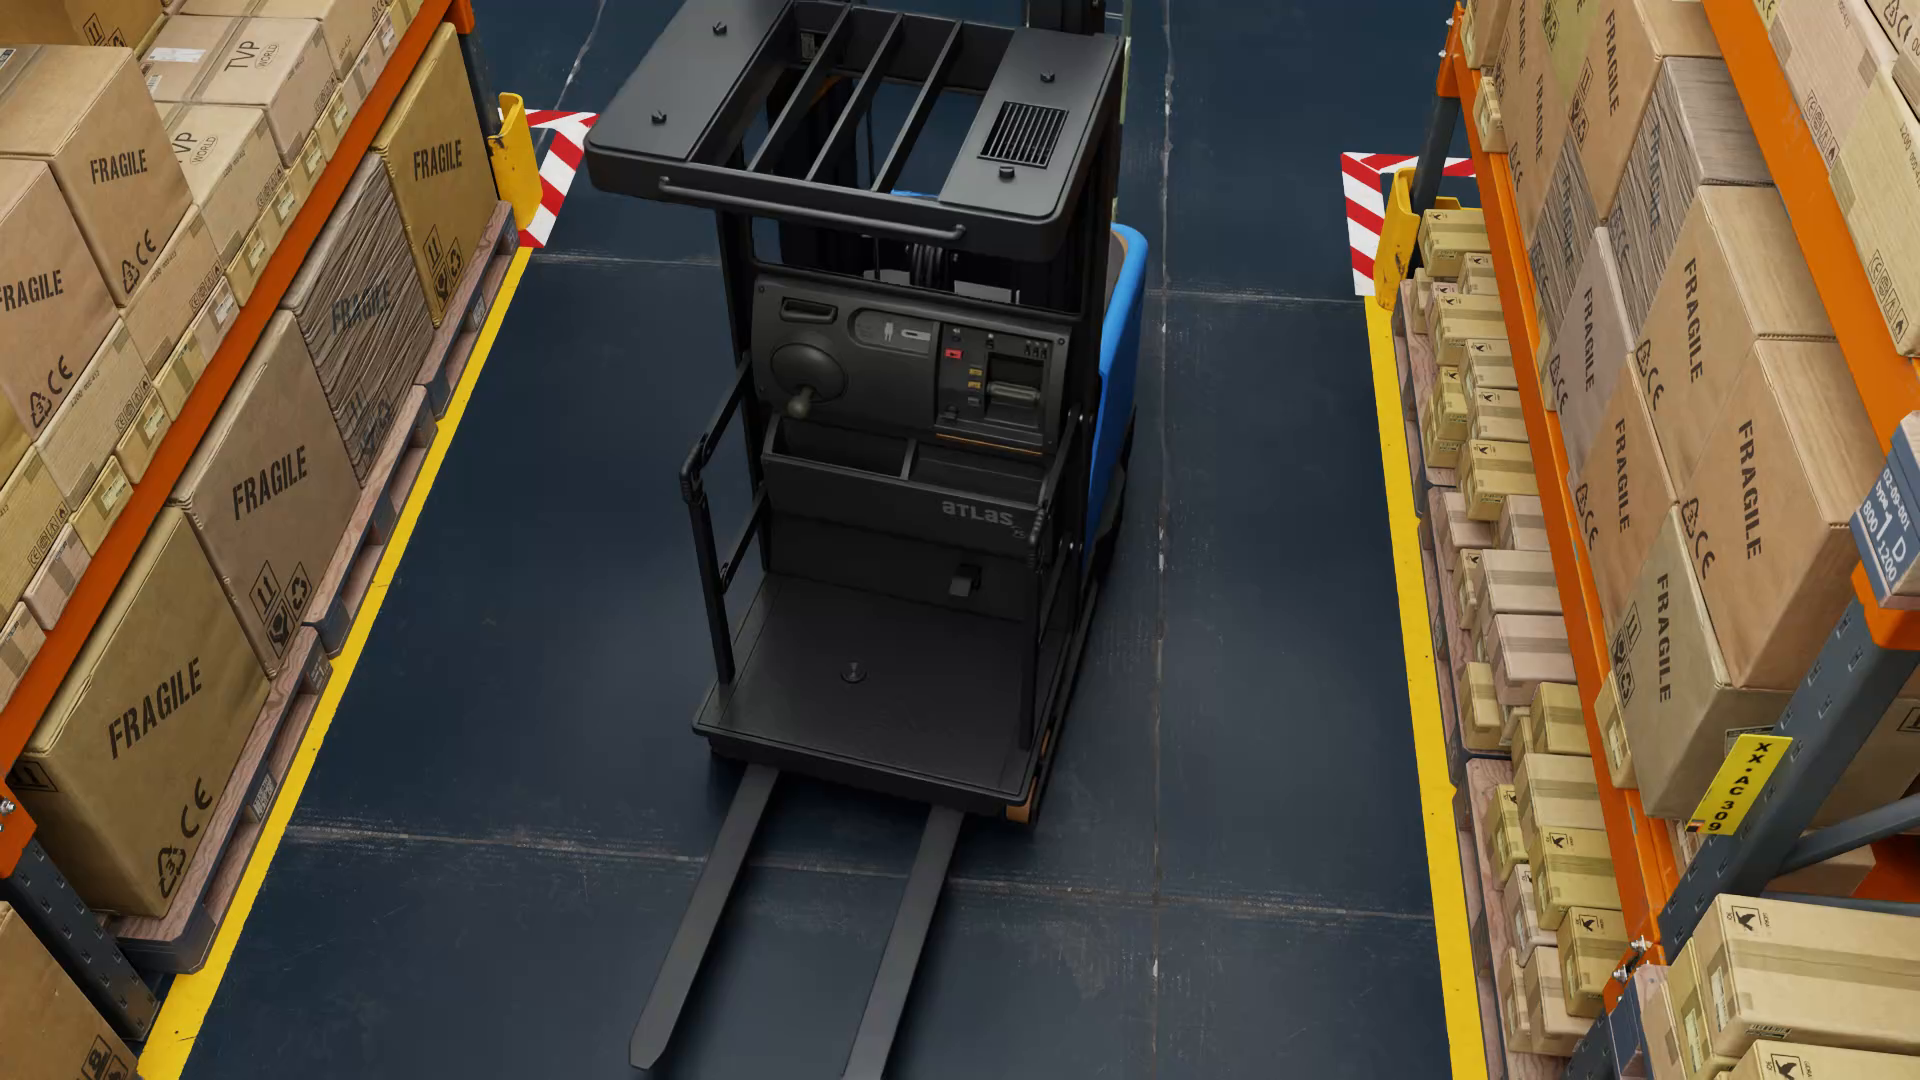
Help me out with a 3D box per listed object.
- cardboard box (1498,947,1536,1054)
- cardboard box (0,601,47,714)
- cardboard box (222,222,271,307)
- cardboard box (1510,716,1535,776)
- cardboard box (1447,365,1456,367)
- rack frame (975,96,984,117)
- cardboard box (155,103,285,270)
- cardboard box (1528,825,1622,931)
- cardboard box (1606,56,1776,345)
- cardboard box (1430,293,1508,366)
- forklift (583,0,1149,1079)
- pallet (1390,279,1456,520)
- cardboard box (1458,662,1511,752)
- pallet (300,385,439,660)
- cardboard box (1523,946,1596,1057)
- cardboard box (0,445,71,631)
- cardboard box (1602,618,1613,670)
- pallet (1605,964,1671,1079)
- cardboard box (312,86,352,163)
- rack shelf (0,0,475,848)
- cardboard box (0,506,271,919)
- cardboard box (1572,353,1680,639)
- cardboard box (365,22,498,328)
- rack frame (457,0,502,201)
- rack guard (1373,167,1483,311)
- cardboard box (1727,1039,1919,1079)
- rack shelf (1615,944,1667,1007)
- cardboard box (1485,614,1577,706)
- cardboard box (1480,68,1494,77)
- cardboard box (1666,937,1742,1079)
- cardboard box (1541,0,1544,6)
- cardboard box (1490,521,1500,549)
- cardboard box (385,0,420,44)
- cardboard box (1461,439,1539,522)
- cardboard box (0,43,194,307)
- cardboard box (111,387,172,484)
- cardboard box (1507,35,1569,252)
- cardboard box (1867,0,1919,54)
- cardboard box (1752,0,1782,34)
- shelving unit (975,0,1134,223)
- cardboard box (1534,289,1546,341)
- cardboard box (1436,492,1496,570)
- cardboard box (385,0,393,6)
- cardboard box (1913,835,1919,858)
[{"bbox_3d":[1.734,1.306,4.670,0.380,0.149,0.250,4,48,4],"label":"cardboard box"},{"bbox_3d":[-2.534,0.279,4.132,0.380,0.149,0.250,4,48,4],"label":"cardboard box"},{"bbox_3d":[-2.394,-0.867,5.180,0.380,0.149,0.250,3,48,2],"label":"cardboard box"},{"bbox_3d":[1.890,0.689,5.033,0.380,0.149,0.250,4,48,4],"label":"cardboard box"},{"bbox_3d":[2.078,-0.578,6.393,0.380,0.149,0.250,4,48,4],"label":"cardboard box"},{"bbox_3d":[0.248,-0.998,6.146,0.400,1.500,0.023,11,49,10],"label":"rack frame"},{"bbox_3d":[-2.444,-1.096,5.120,0.500,0.250,0.500,4,48,4],"label":"cardboard box"},{"bbox_3d":[1.795,0.947,4.595,0.380,0.149,0.250,4,48,4],"label":"cardboard box"},{"bbox_3d":[1.914,-0.794,3.996,0.500,0.500,0.500,5,48,5],"label":"cardboard box"},{"bbox_3d":[1.960,-0.773,6.169,0.380,0.149,0.250,4,48,3],"label":"cardboard box"},{"bbox_3d":[-0.204,-0.396,4.626,1.130,2.935,3.031,11,49,10],"label":"forklift"},{"bbox_3d":[2.286,-0.551,6.611,1.003,0.211,1.213,4,48,4],"label":"pallet"},{"bbox_3d":[1.828,0.546,5.366,0.380,0.149,0.250,4,48,3],"label":"cardboard box"},{"bbox_3d":[-2.637,-0.122,6.219,1.003,0.211,1.213,4,48,4],"label":"pallet"},{"bbox_3d":[1.750,1.264,4.507,0.380,0.149,0.250,5,48,4],"label":"cardboard box"},{"bbox_3d":[-2.589,0.012,4.107,0.500,0.250,0.500,3,48,3],"label":"cardboard box"},{"bbox_3d":[1.830,0.267,4.143,0.380,0.149,0.250,6,48,5],"label":"cardboard box"},{"bbox_3d":[1.823,1.414,3.054,1.003,0.211,1.213,4,48,4],"label":"pallet"},{"bbox_3d":[-2.324,-1.431,5.696,0.380,0.149,0.250,3,48,3],"label":"cardboard box"},{"bbox_3d":[-2.710,-0.838,5.471,1.077,0.370,4.000,4,48,4],"label":"rack shelf"},{"bbox_3d":[-2.753,0.485,4.929,0.875,0.875,0.875,4,48,4],"label":"cardboard box"},{"bbox_3d":[1.849,-0.093,4.033,0.500,0.500,0.500,3,48,2],"label":"cardboard box"},{"bbox_3d":[-2.506,-1.499,6.744,0.875,0.875,0.875,4,48,4],"label":"cardboard box"},{"bbox_3d":[-2.528,-2.550,6.550,1.000,3.000,0.127,4,48,4],"label":"rack frame"},{"bbox_3d":[2.395,-1.243,7.048,1.175,0.500,0.348,4,48,4],"label":"rack guard"},{"bbox_3d":[1.525,1.003,2.782,0.380,0.149,0.250,5,48,5],"label":"cardboard box"},{"bbox_3d":[1.856,2.509,2.410,1.077,0.370,4.000,4,48,4],"label":"rack shelf"},{"bbox_3d":[1.844,0.373,5.120,0.380,0.149,0.250,2,48,2],"label":"cardboard box"},{"bbox_3d":[2.064,-1.652,5.898,0.380,0.149,0.250,5,48,5],"label":"cardboard box"},{"bbox_3d":[1.544,0.898,3.080,0.380,0.149,0.250,5,48,4],"label":"cardboard box"},{"bbox_3d":[2.057,-1.931,5.036,0.500,0.500,0.500,5,48,5],"label":"cardboard box"},{"bbox_3d":[2.039,-0.087,5.742,0.380,0.149,0.250,6,48,6],"label":"cardboard box"},{"bbox_3d":[-2.254,-1.991,6.208,0.380,0.149,0.250,4,48,4],"label":"cardboard box"},{"bbox_3d":[1.916,-0.192,5.637,0.380,0.149,0.250,5,48,4],"label":"cardboard box"},{"bbox_3d":[-2.499,-0.993,4.517,0.500,0.500,0.500,3,48,2],"label":"cardboard box"},{"bbox_3d":[-2.465,-0.301,4.663,0.380,0.149,0.250,3,48,2],"label":"cardboard box"},{"bbox_3d":[2.006,-1.211,5.056,0.500,0.500,0.500,4,48,4],"label":"cardboard box"},{"bbox_3d":[1.886,-1.071,2.927,0.500,0.250,0.500,2,48,2],"label":"cardboard box"},{"bbox_3d":[1.916,-1.283,3.460,0.500,0.250,0.500,3,48,3],"label":"cardboard box"},{"bbox_3d":[0.343,-1.259,6.385,0.431,1.500,0.755,11,49,10],"label":"shelving unit"},{"bbox_3d":[1.955,-0.692,5.020,0.380,0.149,0.250,5,48,5],"label":"cardboard box"},{"bbox_3d":[1.908,-0.026,5.889,0.380,0.149,0.250,2,48,2],"label":"cardboard box"},{"bbox_3d":[-2.308,-2.226,6.153,0.500,0.250,0.500,3,48,3],"label":"cardboard box"},{"bbox_3d":[2.389,0.696,3.751,0.380,0.149,0.250,5,48,5],"label":"cardboard box"}]
